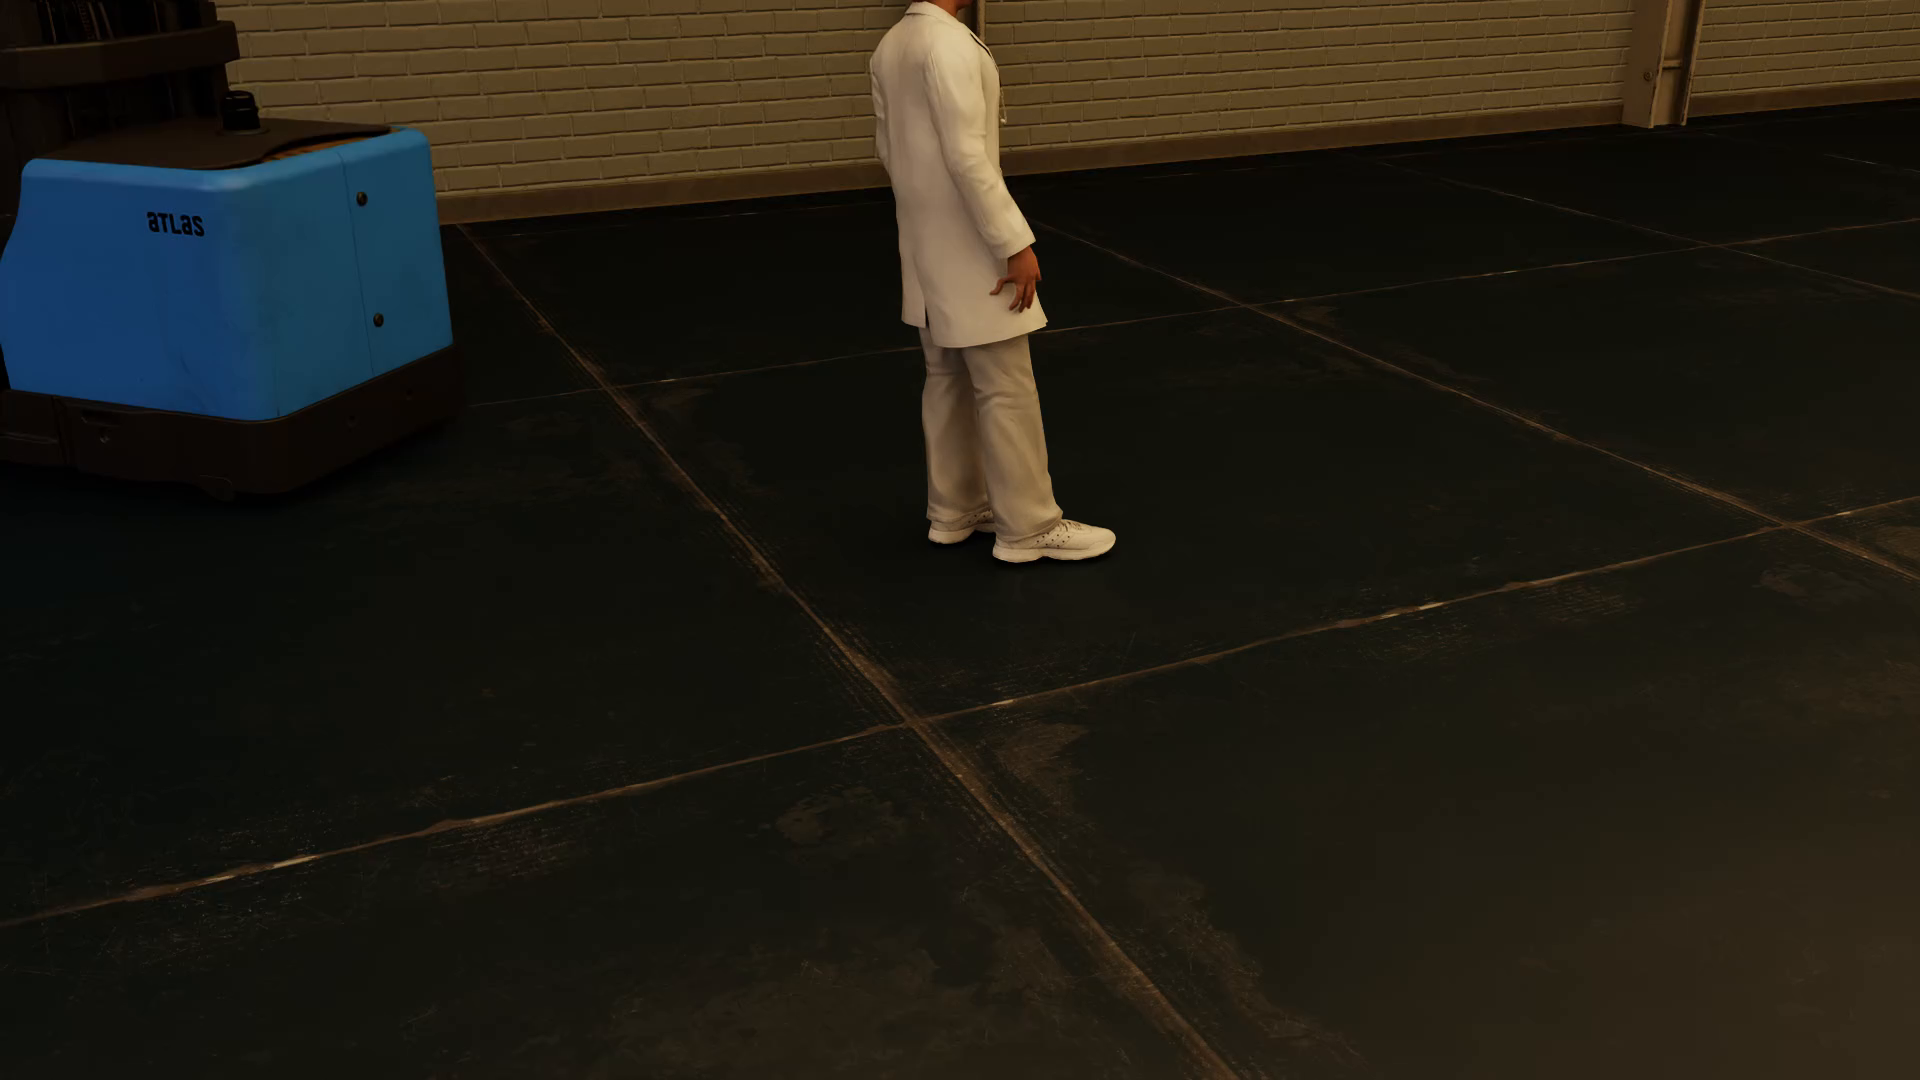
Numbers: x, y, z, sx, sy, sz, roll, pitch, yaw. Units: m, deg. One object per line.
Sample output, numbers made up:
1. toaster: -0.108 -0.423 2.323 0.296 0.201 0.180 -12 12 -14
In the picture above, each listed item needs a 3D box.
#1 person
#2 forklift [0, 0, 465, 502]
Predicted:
1. person: 0.084 -0.840 4.794 0.581 1.776 0.694 -10 25 -23
2. forklift: -3.387 -1.808 5.638 3.031 2.935 1.130 8 24 18
